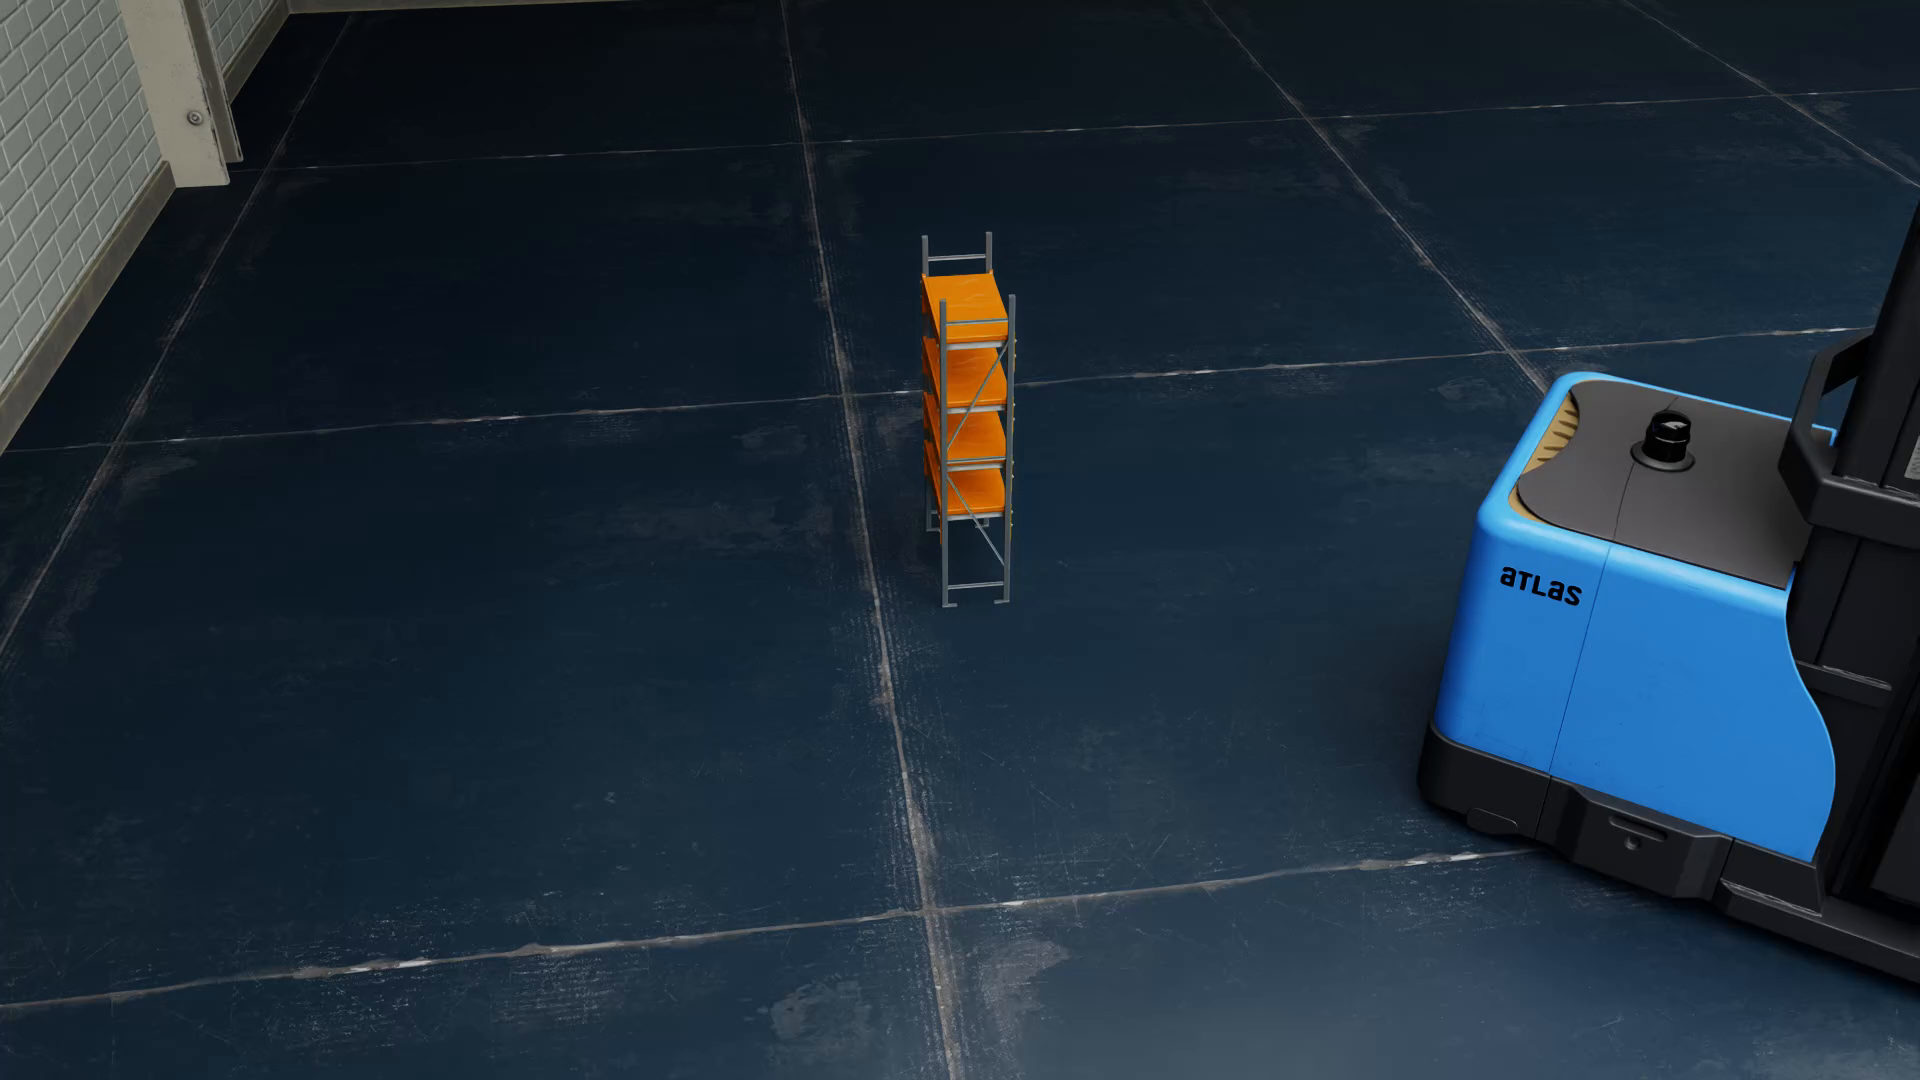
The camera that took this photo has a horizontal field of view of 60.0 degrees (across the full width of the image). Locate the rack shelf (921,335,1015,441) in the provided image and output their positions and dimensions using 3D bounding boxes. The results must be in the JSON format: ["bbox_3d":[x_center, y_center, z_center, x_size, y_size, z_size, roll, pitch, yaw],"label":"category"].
[{"bbox_3d":[0.022,-0.533,5.688,0.258,0.148,0.480,-4,35,-6],"label":"rack shelf"}]

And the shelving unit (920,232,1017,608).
[{"bbox_3d":[0.022,-0.403,5.777,0.258,1.200,0.503,-4,35,-6],"label":"shelving unit"}]

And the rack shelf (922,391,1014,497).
[{"bbox_3d":[0.022,-0.348,5.814,0.258,0.148,0.480,-4,35,-6],"label":"rack shelf"}]

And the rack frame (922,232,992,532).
[{"bbox_3d":[-0.011,-0.540,5.976,0.240,1.200,0.015,-4,35,-6],"label":"rack frame"}]

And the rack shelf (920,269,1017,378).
[{"bbox_3d":[0.022,-0.728,5.555,0.258,0.148,0.480,-4,35,-6],"label":"rack shelf"}]

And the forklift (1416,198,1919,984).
[{"bbox_3d":[2.917,-0.212,3.959,3.031,2.935,1.130,18,38,25],"label":"forklift"}]

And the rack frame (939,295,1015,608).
[{"bbox_3d":[0.055,-0.267,5.577,0.240,1.200,0.015,-4,35,-6],"label":"rack frame"}]

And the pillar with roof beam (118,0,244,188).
[{"bbox_3d":[0.079,-6.088,7.193,9.100,9.000,0.400,-4,35,-6],"label":"pillar with roof beam"}]

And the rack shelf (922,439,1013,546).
[{"bbox_3d":[0.022,-0.184,5.926,0.258,0.148,0.480,-4,35,-6],"label":"rack shelf"}]
